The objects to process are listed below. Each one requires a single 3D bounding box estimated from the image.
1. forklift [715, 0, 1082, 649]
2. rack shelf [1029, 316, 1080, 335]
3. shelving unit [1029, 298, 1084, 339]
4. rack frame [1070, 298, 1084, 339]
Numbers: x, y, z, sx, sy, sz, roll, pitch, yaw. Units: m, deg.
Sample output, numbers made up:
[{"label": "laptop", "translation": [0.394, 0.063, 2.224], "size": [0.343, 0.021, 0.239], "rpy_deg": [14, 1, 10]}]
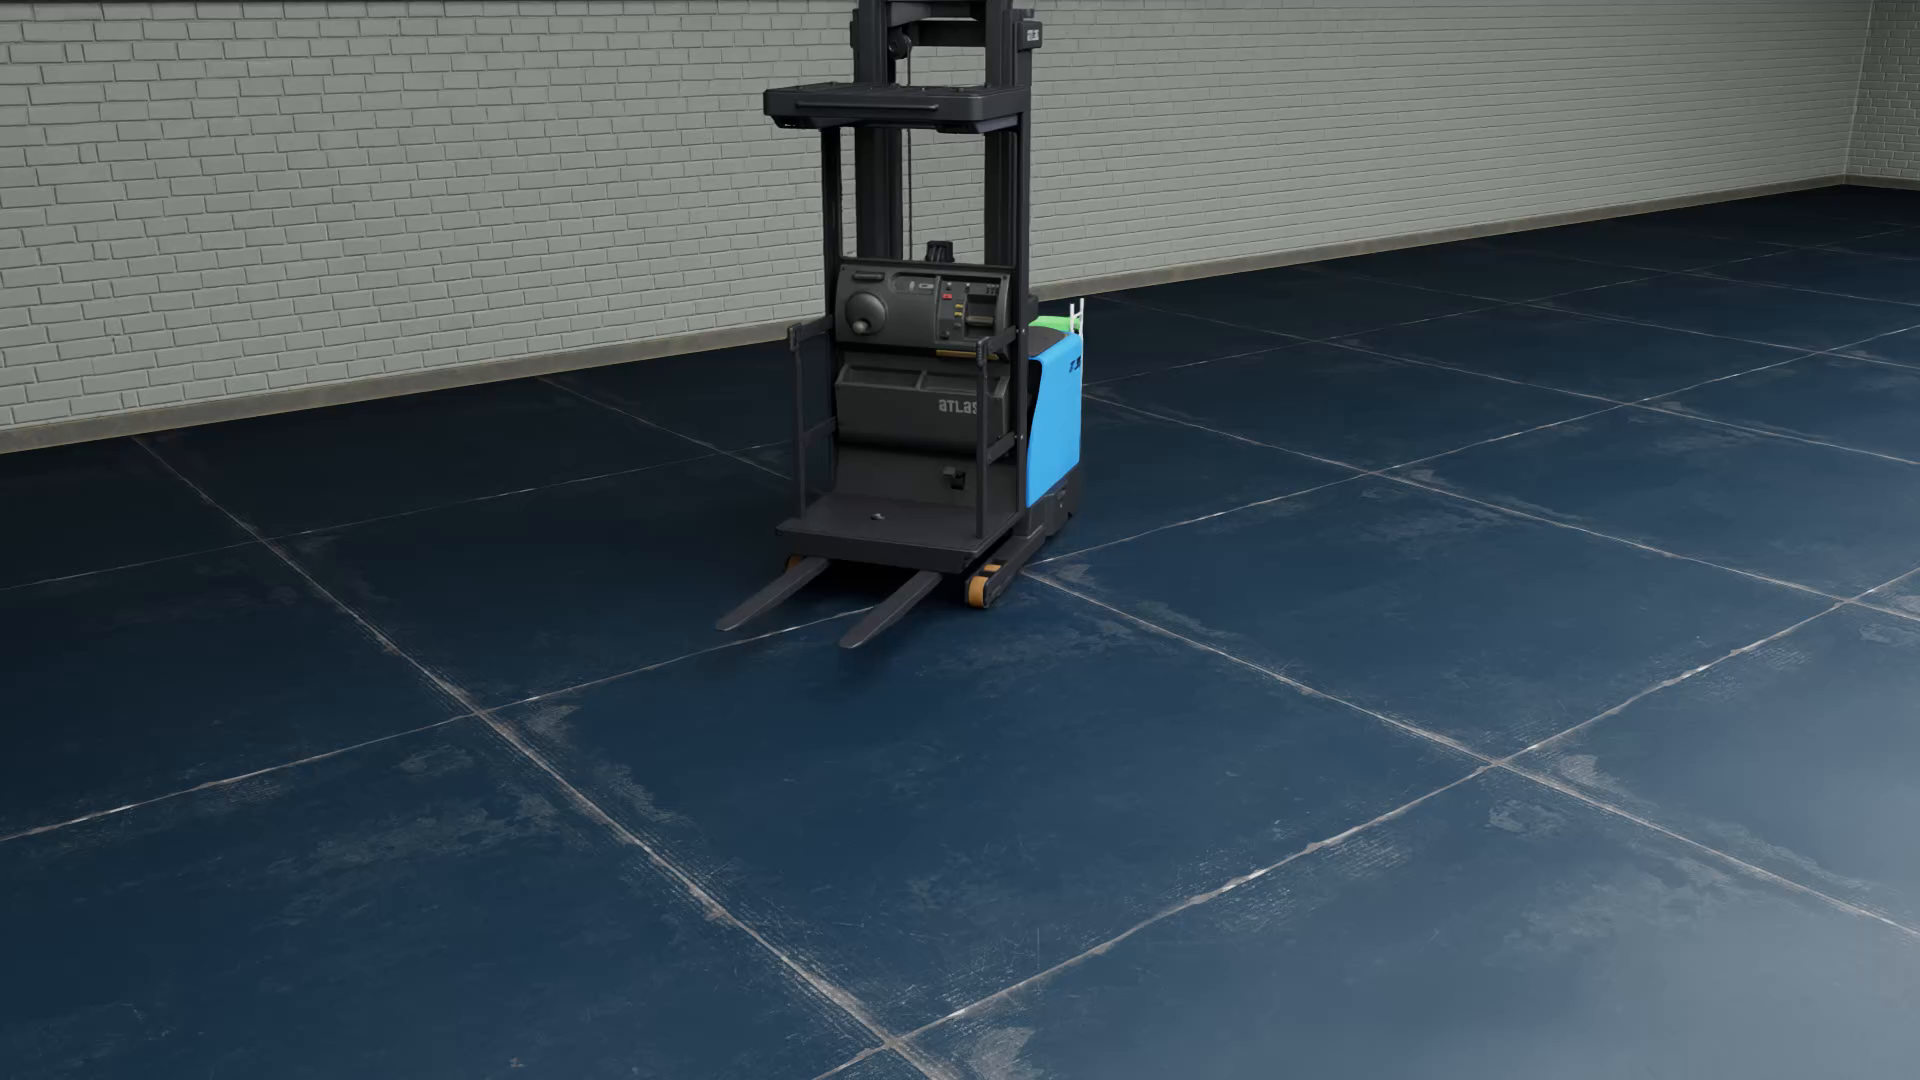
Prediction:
[{"label": "forklift", "translation": [-0.267, -1.192, 8.299], "size": [1.130, 2.935, 3.031], "rpy_deg": [7, 19, 19]}, {"label": "rack shelf", "translation": [0.456, -1.254, 9.904], "size": [0.480, 0.148, 0.258], "rpy_deg": [6, 17, 18]}, {"label": "shelving unit", "translation": [0.452, -0.855, 10.023], "size": [0.503, 1.200, 0.258], "rpy_deg": [6, 17, 18]}, {"label": "rack frame", "translation": [0.683, -0.830, 9.948], "size": [0.015, 1.200, 0.240], "rpy_deg": [6, 17, 18]}]
